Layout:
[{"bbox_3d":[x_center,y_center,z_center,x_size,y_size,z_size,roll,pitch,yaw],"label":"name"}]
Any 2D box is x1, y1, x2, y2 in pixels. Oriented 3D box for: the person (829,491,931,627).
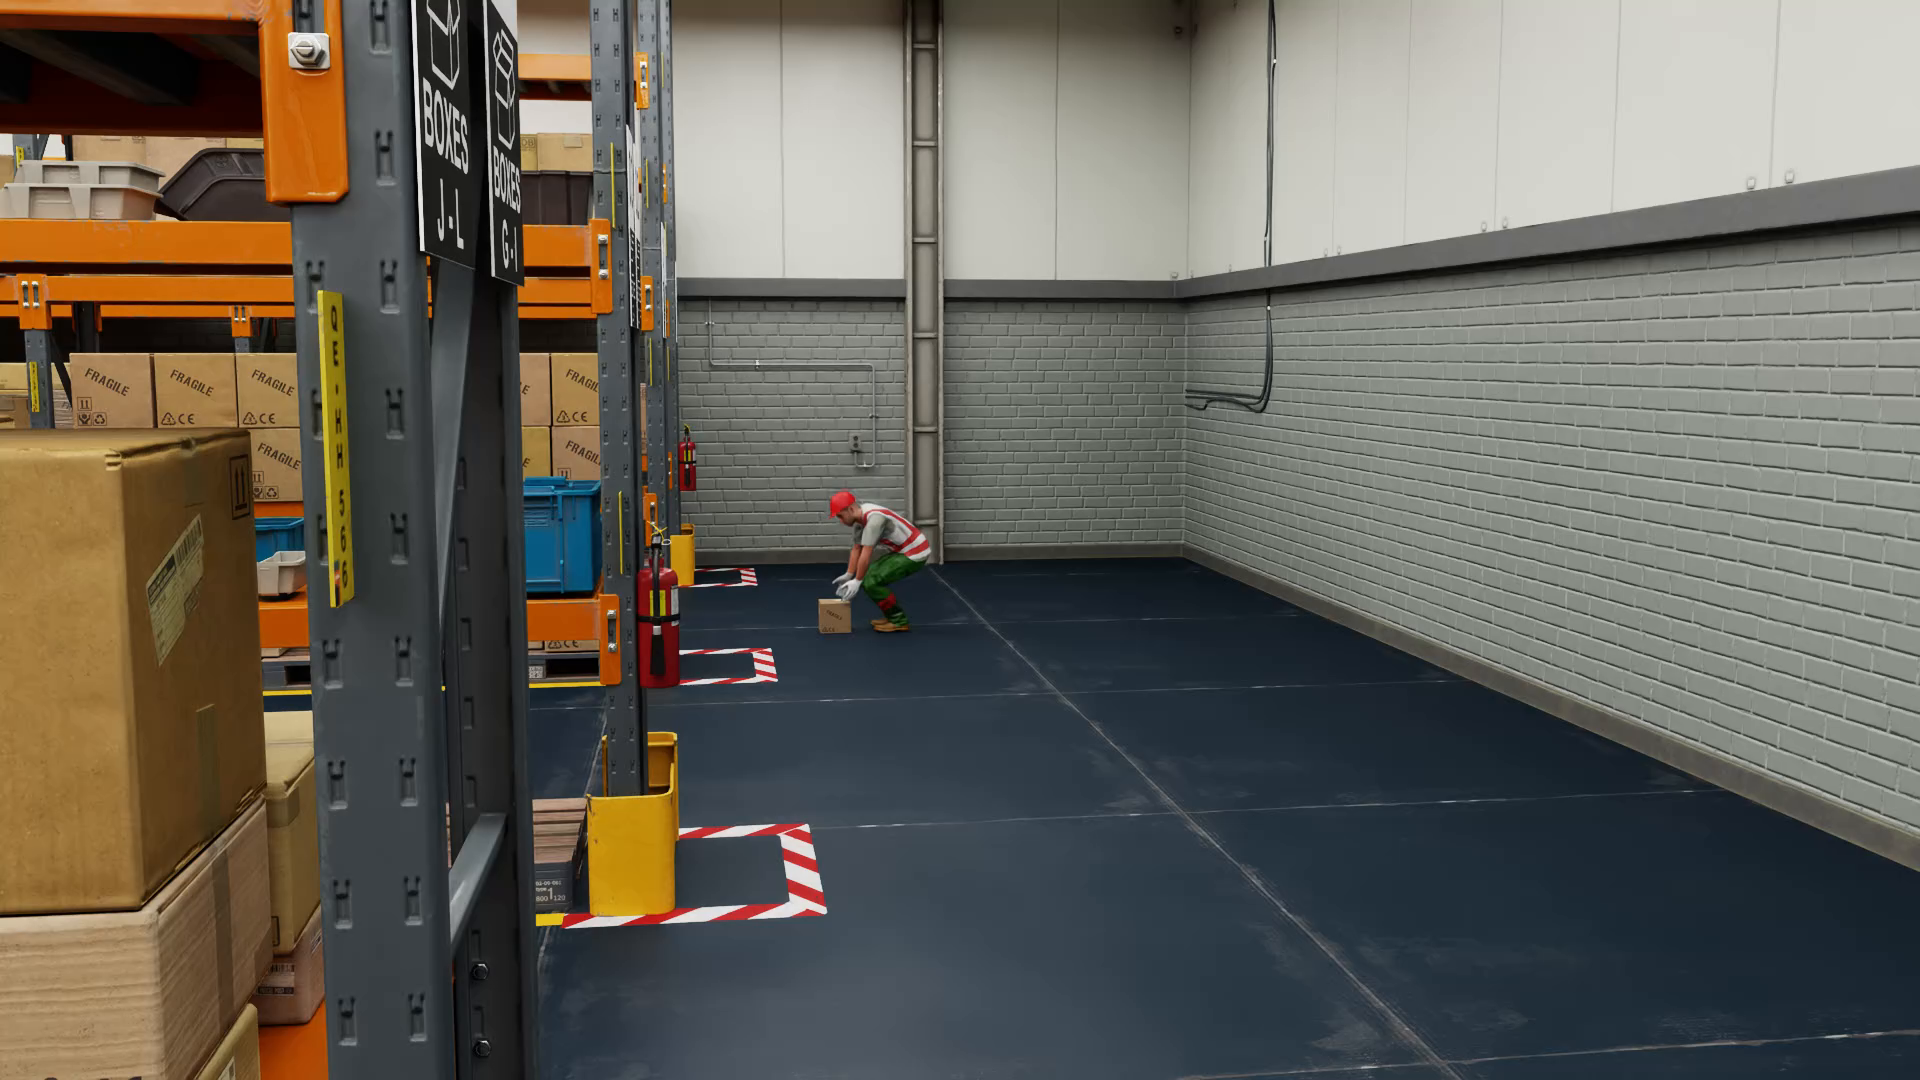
[{"bbox_3d":[-0.664,0.151,13.822,0.852,1.125,0.585,-1,6,-9],"label":"person"}]
